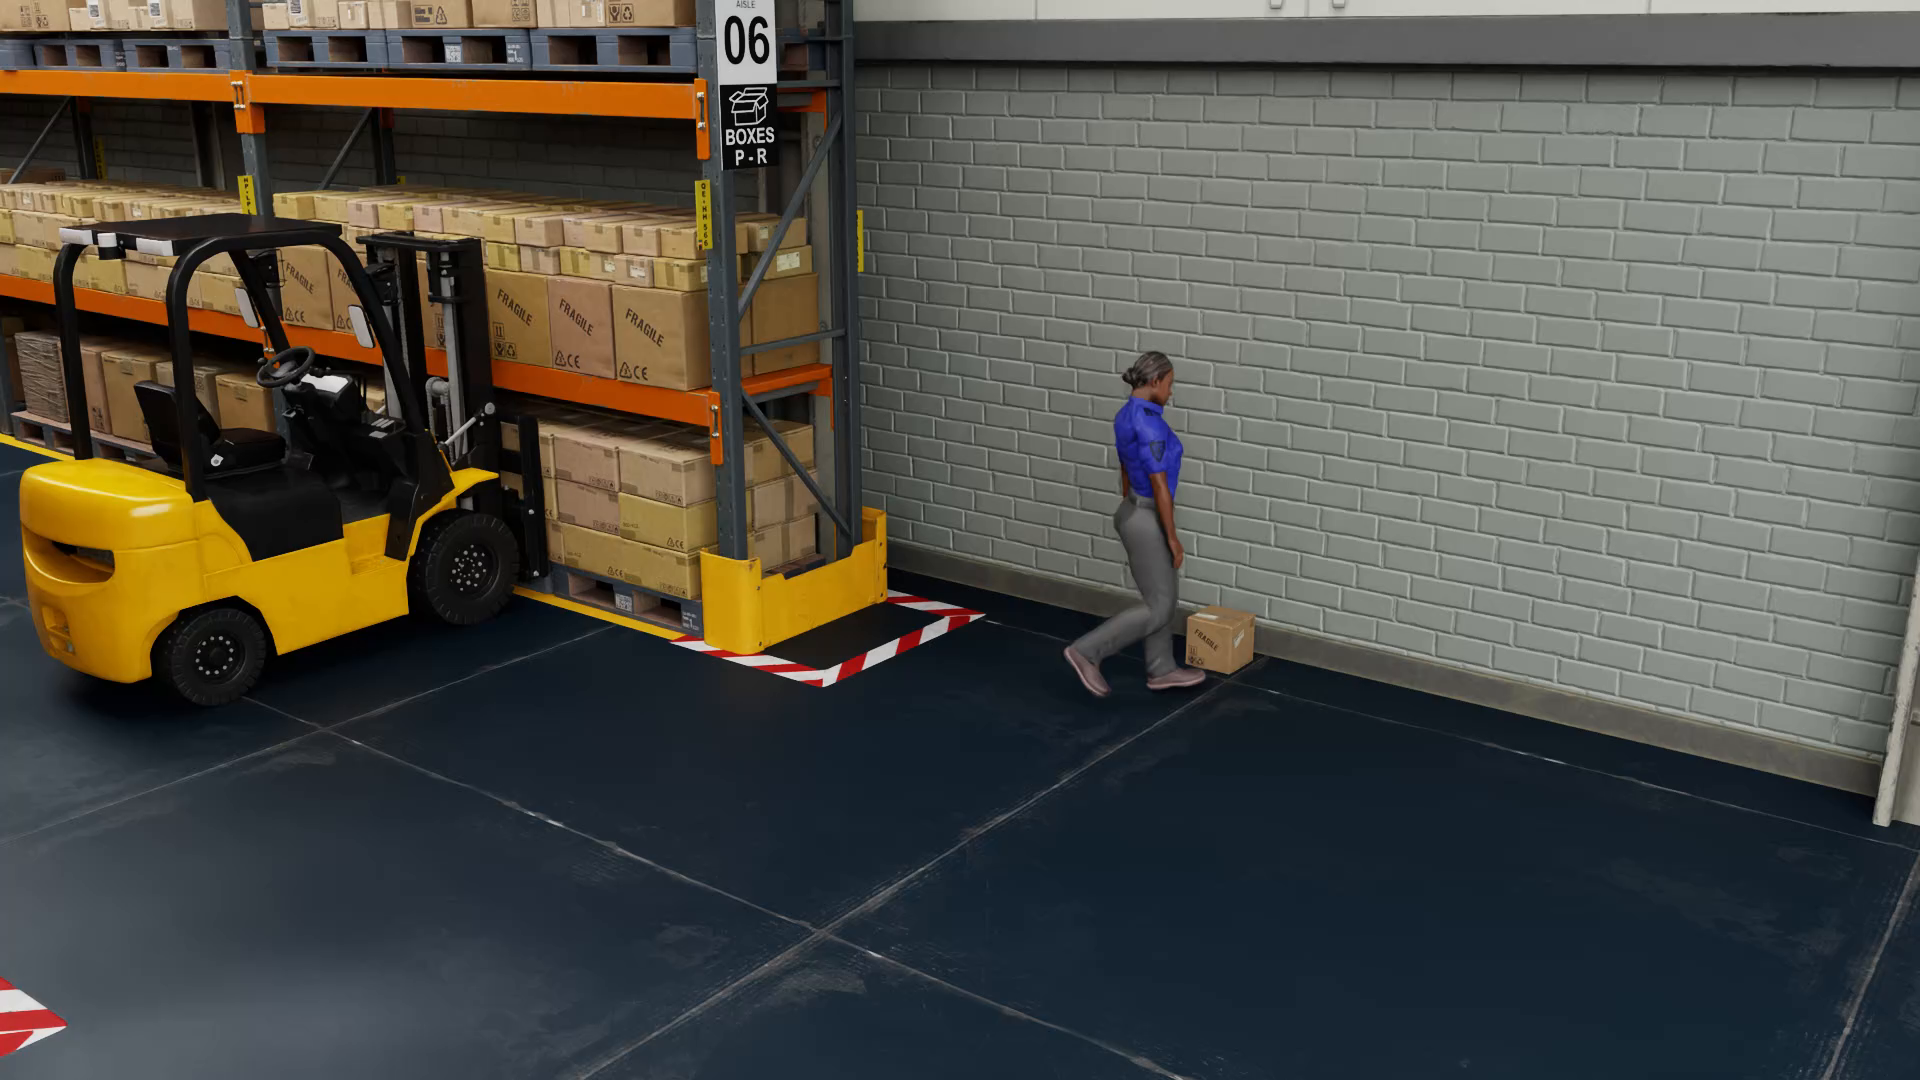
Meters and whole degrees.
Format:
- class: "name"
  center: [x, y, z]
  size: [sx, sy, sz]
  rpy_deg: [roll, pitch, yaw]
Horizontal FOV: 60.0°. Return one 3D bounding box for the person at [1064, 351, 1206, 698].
- class: "person"
  center: [0.836, -0.049, 7.693]
  size: [0.721, 1.631, 0.485]
  rpy_deg: [-2, 17, -5]
